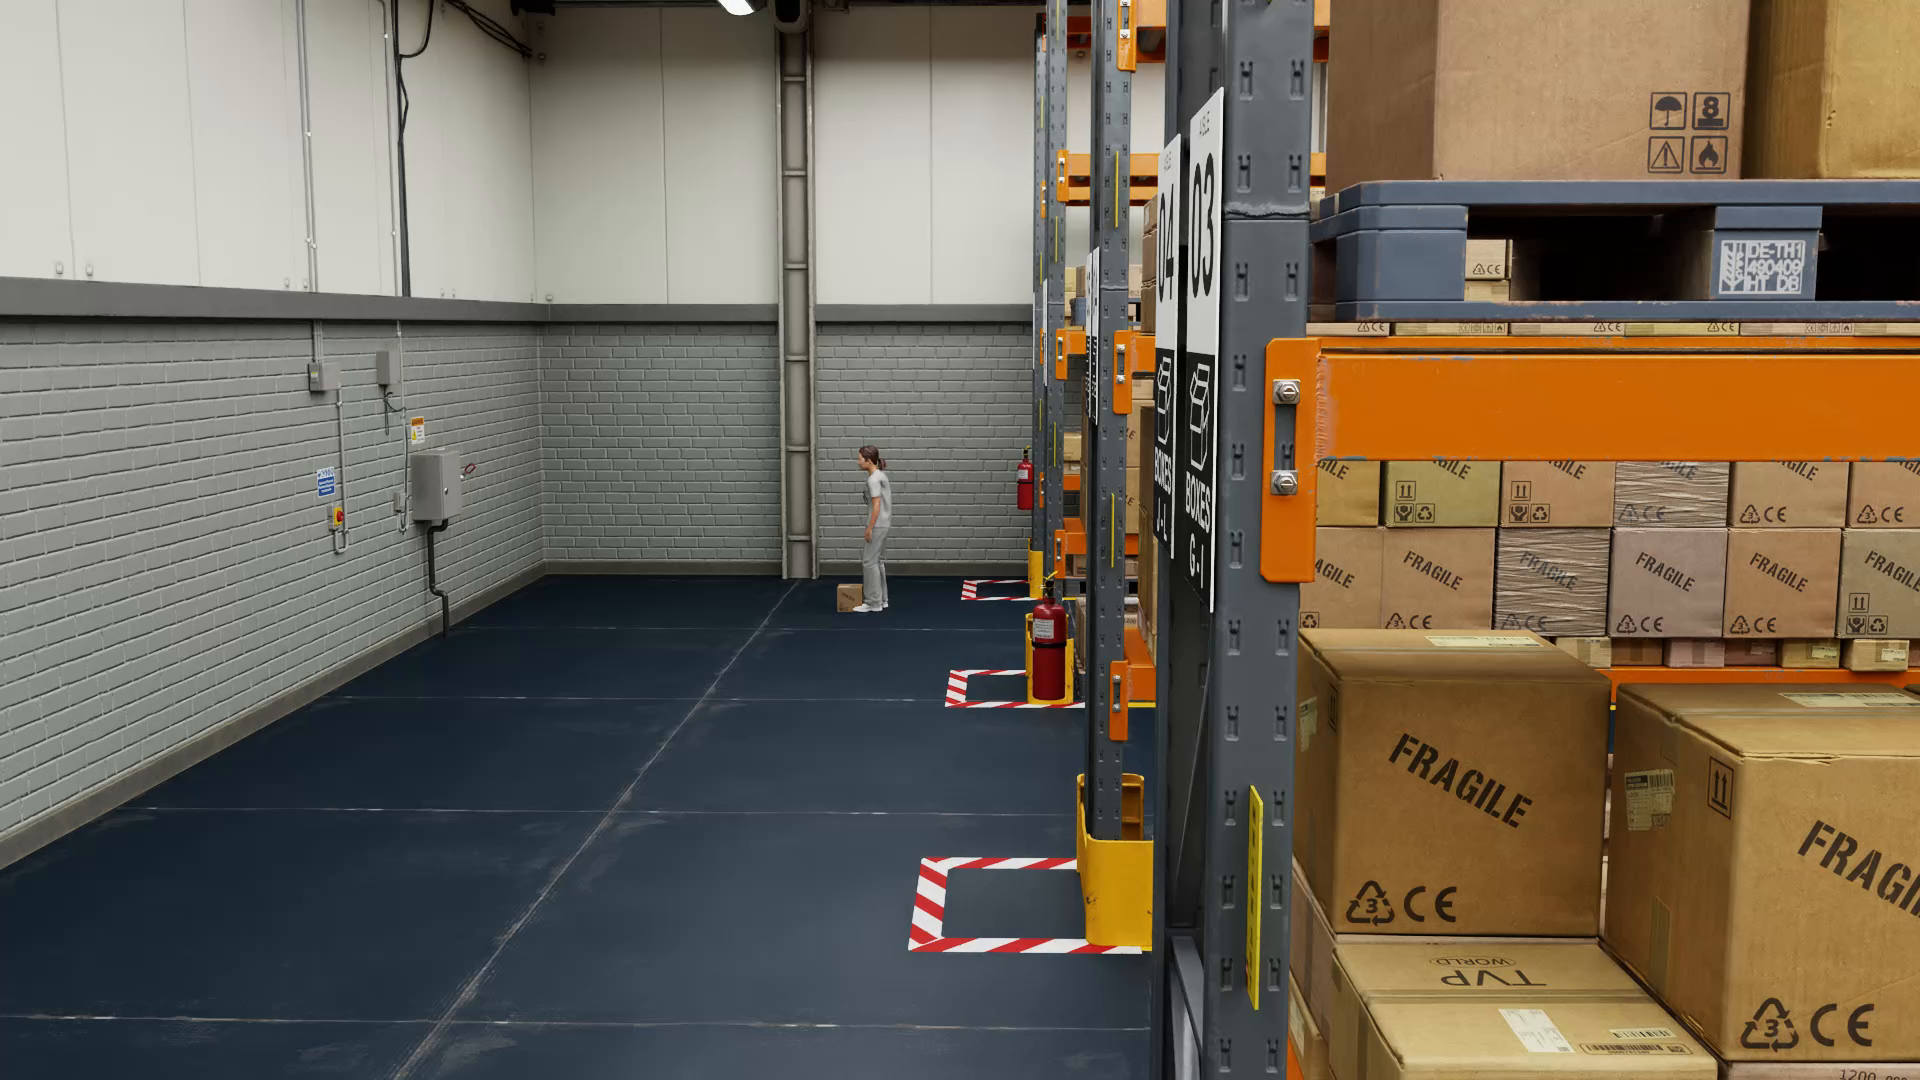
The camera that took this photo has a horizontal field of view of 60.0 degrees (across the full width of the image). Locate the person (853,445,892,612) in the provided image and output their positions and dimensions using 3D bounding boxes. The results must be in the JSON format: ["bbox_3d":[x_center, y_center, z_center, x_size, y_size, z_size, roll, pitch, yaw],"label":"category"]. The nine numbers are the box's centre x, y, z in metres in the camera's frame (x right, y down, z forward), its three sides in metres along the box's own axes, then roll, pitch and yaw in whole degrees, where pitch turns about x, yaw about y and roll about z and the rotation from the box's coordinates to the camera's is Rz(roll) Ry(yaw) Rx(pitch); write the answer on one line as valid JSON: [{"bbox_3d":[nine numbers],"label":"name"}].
[{"bbox_3d":[-0.885,-0.121,16.723,0.404,1.673,0.486,0,7,2],"label":"person"}]
